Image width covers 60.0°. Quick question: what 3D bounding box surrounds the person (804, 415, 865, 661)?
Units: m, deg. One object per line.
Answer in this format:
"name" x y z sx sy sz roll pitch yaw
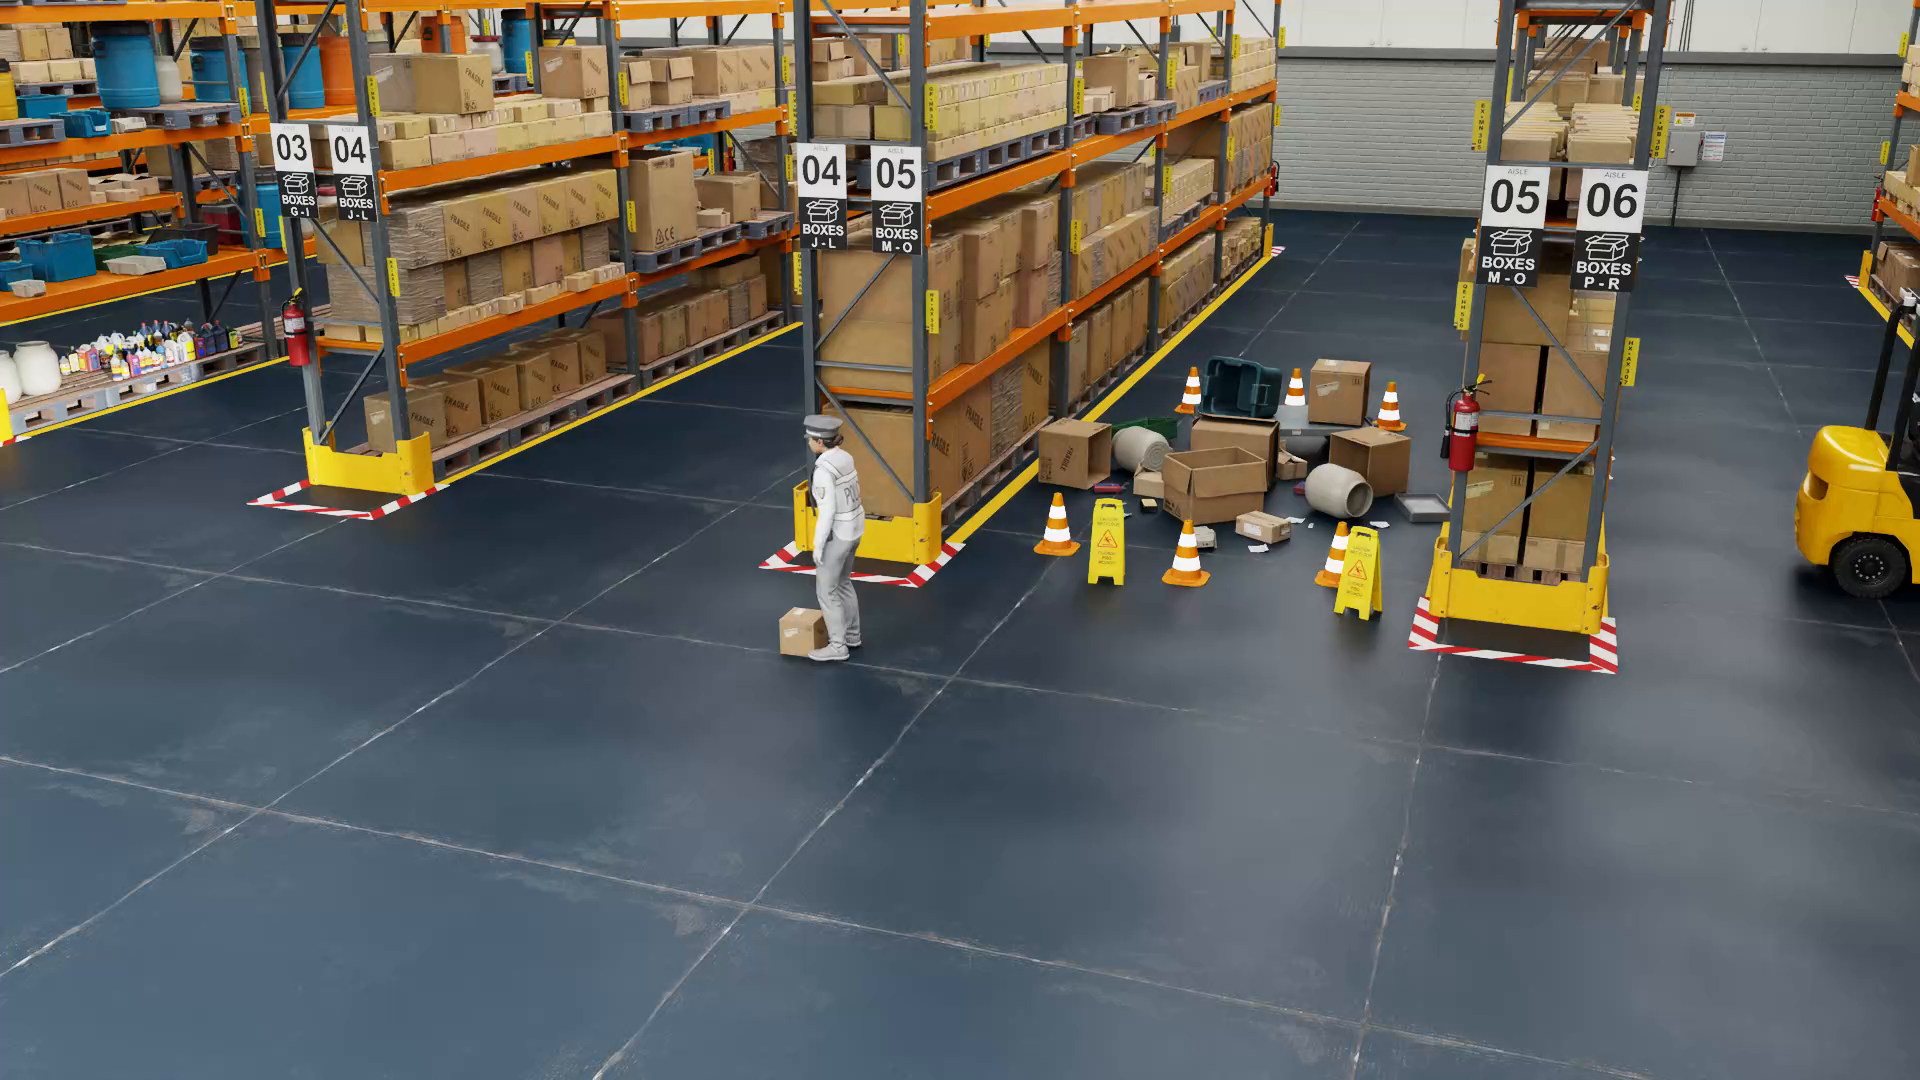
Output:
"person" -0.836 -0.015 11.102 0.376 1.662 0.527 6 20 18
